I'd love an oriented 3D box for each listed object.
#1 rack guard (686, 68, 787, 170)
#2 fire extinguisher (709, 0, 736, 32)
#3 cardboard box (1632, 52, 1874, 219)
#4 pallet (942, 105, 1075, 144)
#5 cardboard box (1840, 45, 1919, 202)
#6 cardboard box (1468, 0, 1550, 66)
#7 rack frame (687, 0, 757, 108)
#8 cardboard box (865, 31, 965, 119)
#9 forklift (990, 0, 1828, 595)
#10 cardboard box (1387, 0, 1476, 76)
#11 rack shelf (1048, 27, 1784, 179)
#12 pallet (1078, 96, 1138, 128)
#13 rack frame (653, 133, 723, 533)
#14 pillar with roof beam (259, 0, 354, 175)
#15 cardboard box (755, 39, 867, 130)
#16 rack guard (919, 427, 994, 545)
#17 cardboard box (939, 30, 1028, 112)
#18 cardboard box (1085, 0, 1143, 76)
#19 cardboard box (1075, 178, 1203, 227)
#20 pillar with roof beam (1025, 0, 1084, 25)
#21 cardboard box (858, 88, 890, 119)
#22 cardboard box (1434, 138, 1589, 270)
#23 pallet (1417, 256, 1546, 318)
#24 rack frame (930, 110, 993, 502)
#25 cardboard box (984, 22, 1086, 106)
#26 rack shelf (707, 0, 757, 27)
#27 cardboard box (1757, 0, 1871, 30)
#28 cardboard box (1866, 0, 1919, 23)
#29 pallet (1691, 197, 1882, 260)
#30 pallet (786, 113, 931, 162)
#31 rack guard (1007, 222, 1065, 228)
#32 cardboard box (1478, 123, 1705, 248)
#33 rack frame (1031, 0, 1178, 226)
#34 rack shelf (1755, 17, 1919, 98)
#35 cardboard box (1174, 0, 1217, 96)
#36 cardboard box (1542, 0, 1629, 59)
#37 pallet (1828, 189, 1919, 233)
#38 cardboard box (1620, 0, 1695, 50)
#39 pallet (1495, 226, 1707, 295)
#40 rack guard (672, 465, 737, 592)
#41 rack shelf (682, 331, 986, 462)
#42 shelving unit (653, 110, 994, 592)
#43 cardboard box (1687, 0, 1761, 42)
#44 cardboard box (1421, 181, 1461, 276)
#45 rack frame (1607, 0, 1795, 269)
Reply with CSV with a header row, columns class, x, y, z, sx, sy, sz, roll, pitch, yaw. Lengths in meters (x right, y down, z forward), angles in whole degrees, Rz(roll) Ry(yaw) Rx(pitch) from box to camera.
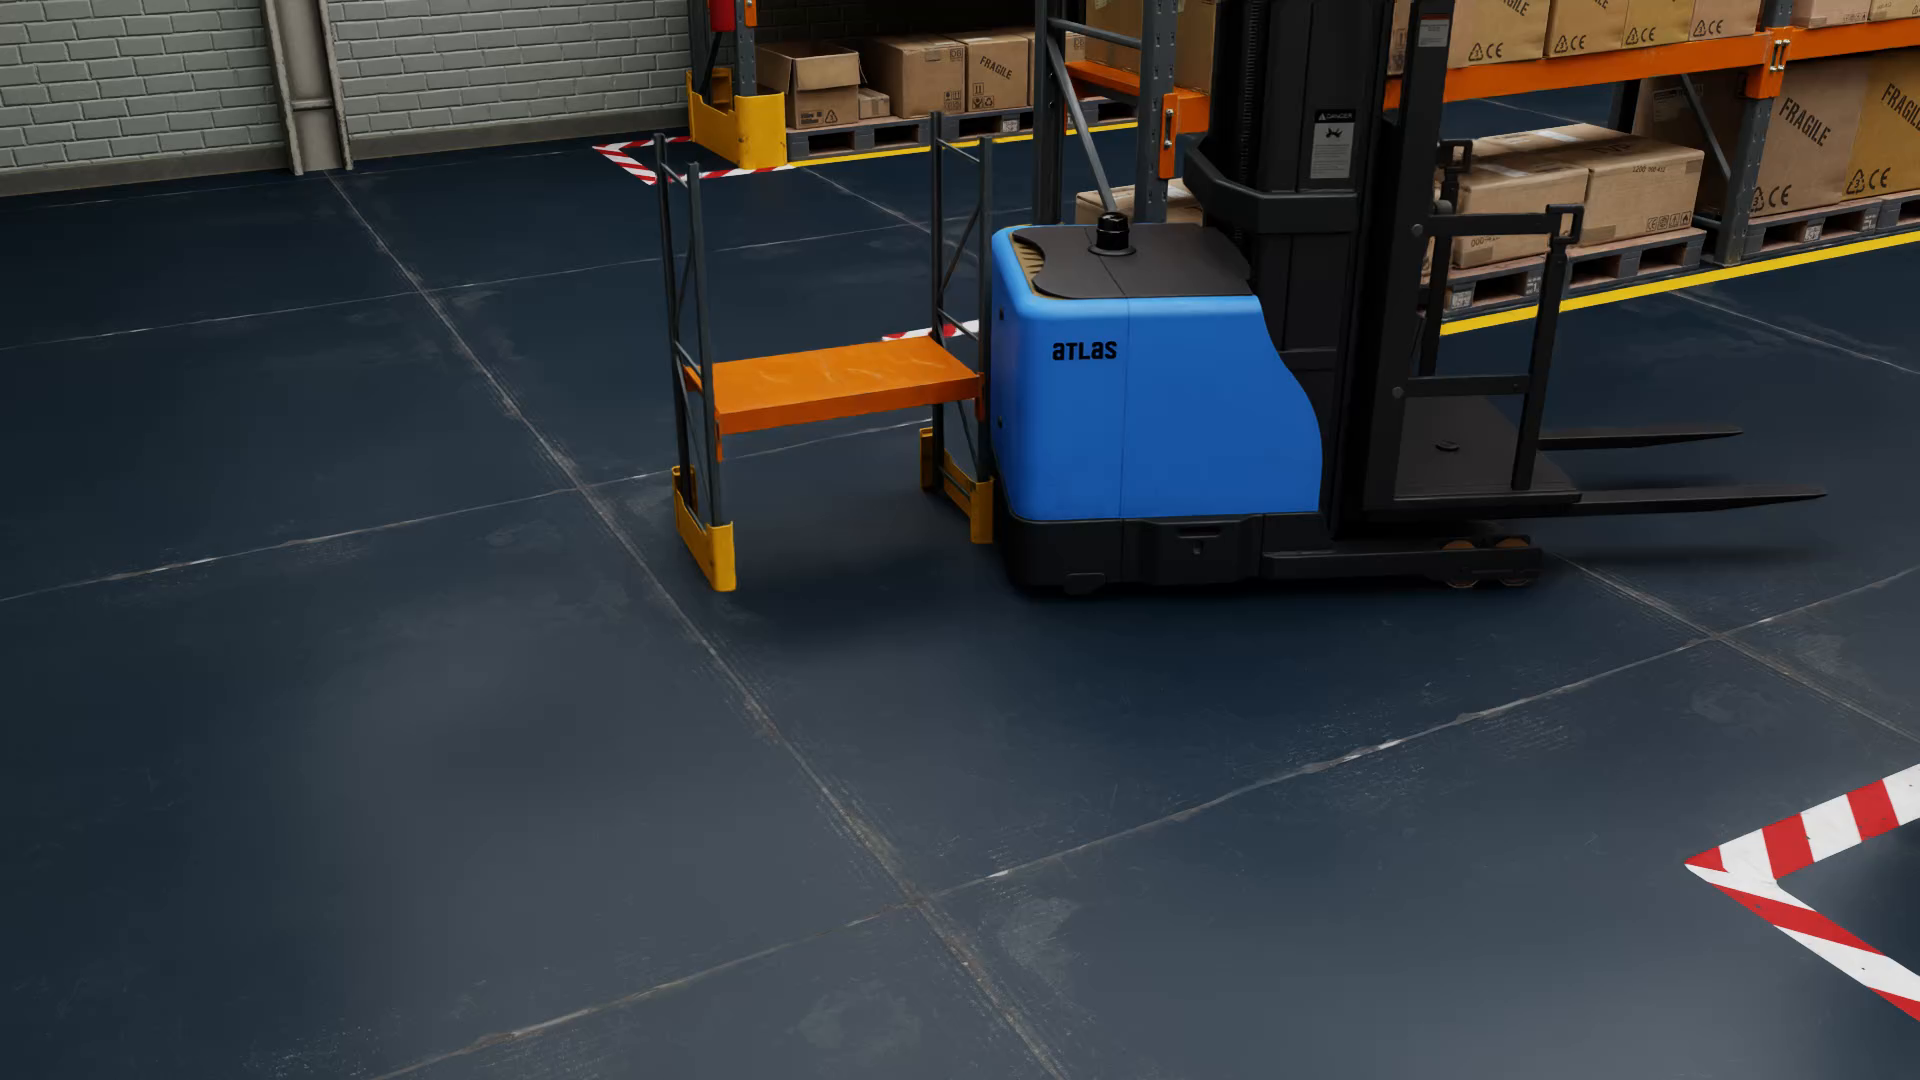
class,x,y,z,sx,sy,sz,roll,pitch,yaw
rack guard,-1.629,-3.067,12.060,0.348,0.500,1.175,-13,29,-25
fire extinguisher,-1.608,-3.769,11.154,0.183,0.674,0.296,-13,29,-25
cardboard box,4.682,-2.486,9.933,0.875,0.875,0.875,-12,28,-24
pallet,0.149,-3.346,12.976,1.213,0.211,1.003,-13,29,-25
cardboard box,5.475,-2.673,10.322,0.875,0.875,0.875,-12,28,-24
cardboard box,2.526,-2.635,8.158,0.500,0.500,0.500,-12,28,-23
rack frame,-1.696,-4.178,11.487,0.127,3.000,1.000,-13,29,-25
cardboard box,-0.339,-3.488,12.453,0.500,0.500,0.700,-12,28,-23
forklift,1.642,-1.376,5.730,3.031,2.935,1.130,-2,26,-4
cardboard box,2.092,-2.527,7.932,0.500,0.500,0.500,-13,29,-25
rack shelf,2.408,-2.366,8.544,4.000,0.370,1.077,-13,29,-25
pallet,1.227,-3.596,13.497,1.213,0.211,1.003,-13,29,-25
rack frame,-0.938,-0.614,5.795,0.032,1.500,0.500,-10,27,-20
pillar with roof beam,-2.474,-5.034,6.337,0.400,9.000,9.100,-13,29,-25
cardboard box,-1.112,-3.331,12.120,0.637,0.503,0.797,-14,29,-27
rack guard,-0.017,-0.216,6.410,0.087,0.250,0.587,-10,27,-20
cardboard box,0.174,-3.558,12.598,0.500,0.500,0.500,-12,28,-24
cardboard box,0.944,-2.528,7.934,0.500,0.500,0.500,-13,28,-25
cardboard box,1.178,-1.490,8.363,0.875,0.438,0.875,-14,29,-27
pillar with roof beam,2.821,-6.256,8.882,0.400,9.000,9.100,-13,29,-25
cardboard box,-0.719,-3.242,12.346,0.250,0.149,0.380,-14,29,-27
cardboard box,2.778,-1.863,9.139,0.875,0.438,0.875,-14,29,-27
pallet,2.387,-1.466,9.059,1.213,0.211,1.003,-13,29,-25
rack frame,0.001,-0.782,6.147,0.032,1.500,0.500,-10,27,-20
cardboard box,0.577,-3.700,12.893,0.500,0.500,0.700,-14,29,-27
rack shelf,0.069,-4.261,12.491,4.000,0.370,1.077,-13,29,-25
cardboard box,4.685,-3.019,9.246,0.500,0.250,0.500,-14,29,-26
cardboard box,5.141,-3.125,9.467,0.500,0.250,0.500,-14,29,-26
pallet,4.818,-2.027,10.228,1.213,0.211,1.003,-13,29,-25
pallet,-0.926,-3.099,12.462,1.213,0.211,1.003,-13,29,-25
rack guard,0.622,-1.152,8.071,0.348,0.500,1.175,-13,29,-25
cardboard box,3.568,-2.045,9.520,0.875,0.438,0.875,-13,29,-26
rack frame,0.643,-2.283,7.540,0.127,3.000,1.000,-13,29,-25
rack shelf,5.937,-3.181,10.241,4.000,0.370,1.077,-13,29,-25
cardboard box,1.202,-2.317,7.494,0.500,0.500,0.500,-13,29,-25
cardboard box,2.995,-2.736,8.368,0.500,0.500,0.500,-13,29,-26
pallet,5.896,-2.277,10.749,1.213,0.211,1.003,-13,29,-25
cardboard box,3.432,-2.844,8.593,0.500,0.500,0.500,-14,29,-26
pallet,3.465,-1.716,9.580,1.213,0.211,1.003,-13,29,-25
rack guard,-0.937,-0.050,6.066,0.087,0.250,0.587,-10,27,-20
rack shelf,-0.468,-0.536,6.049,1.000,0.185,0.538,-10,27,-20
shelving unit,-0.477,-0.696,5.968,1.083,1.500,0.587,-10,27,-20
cardboard box,3.883,-2.951,8.815,0.500,0.500,0.500,-13,28,-25
cardboard box,1.982,-1.680,8.758,0.875,0.438,0.875,-12,28,-24
rack frame,4.172,-3.098,9.237,0.127,3.000,1.000,-13,29,-25
